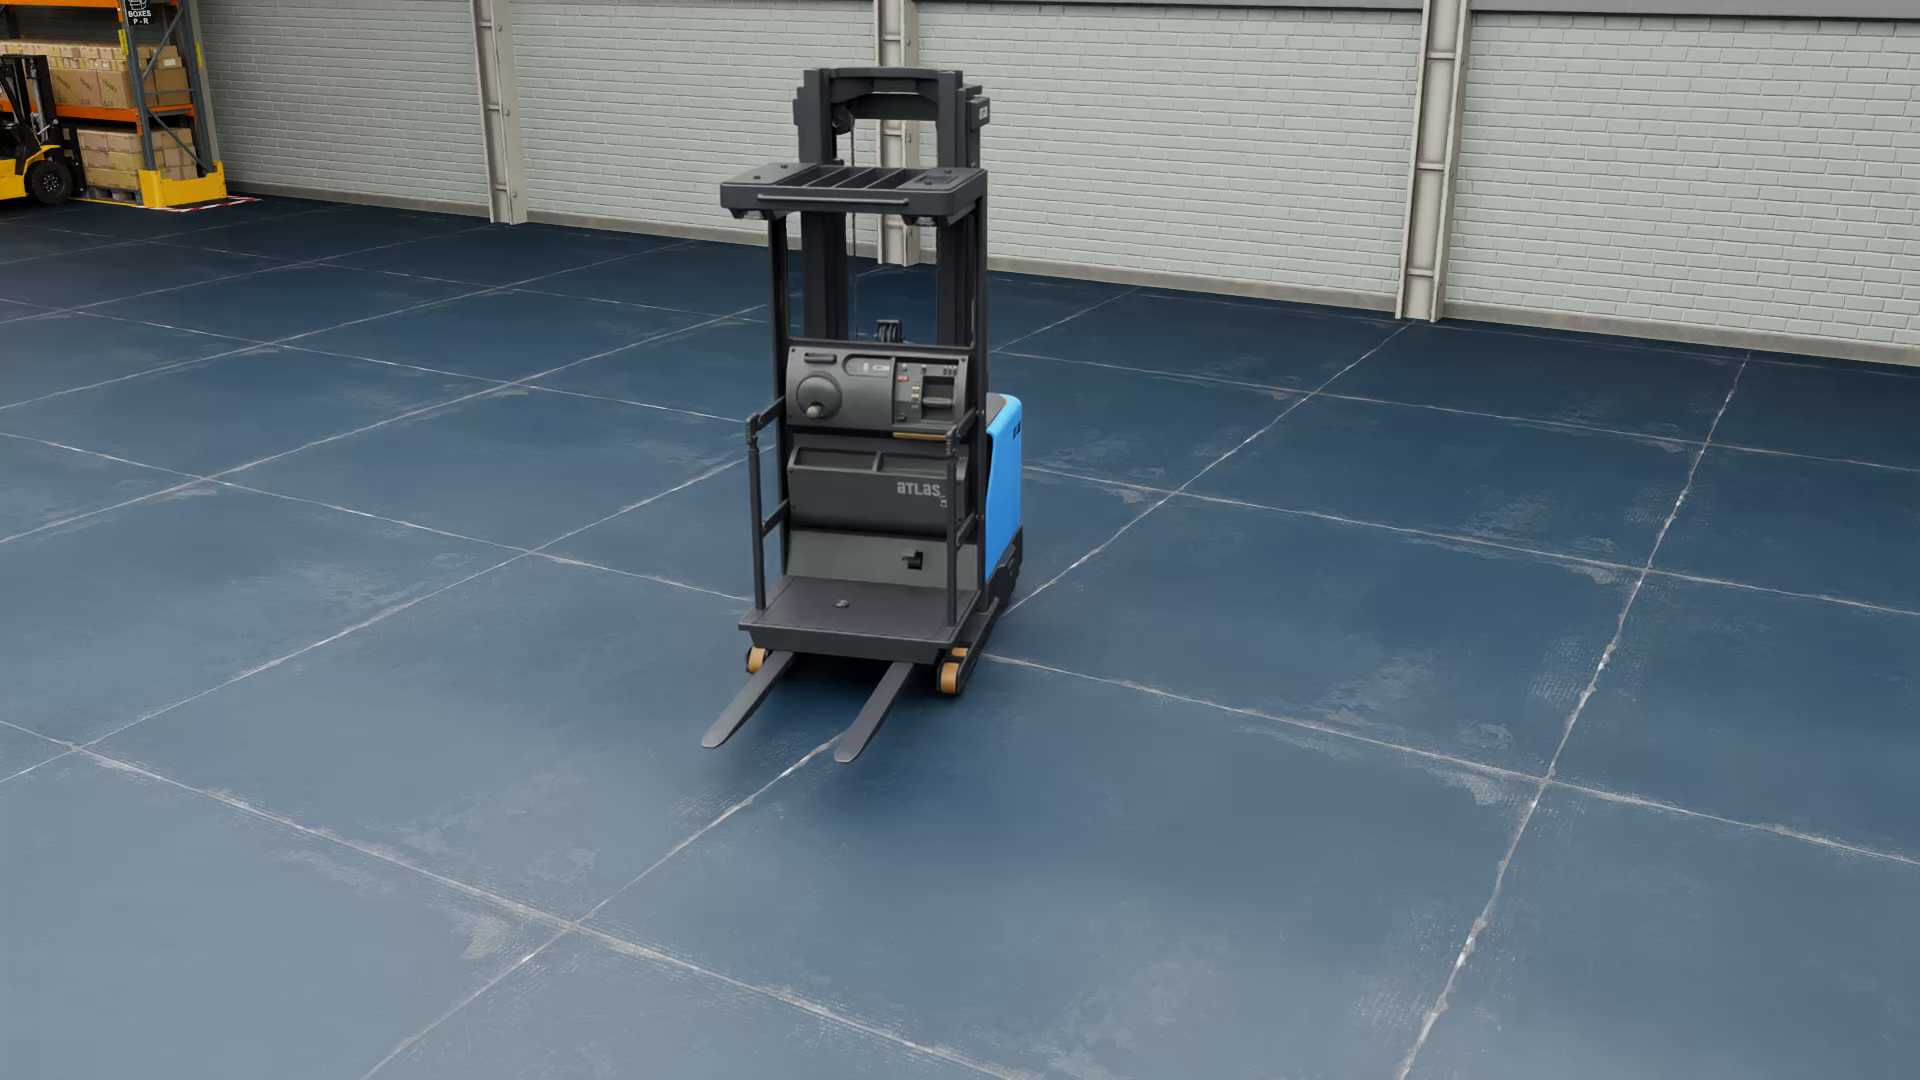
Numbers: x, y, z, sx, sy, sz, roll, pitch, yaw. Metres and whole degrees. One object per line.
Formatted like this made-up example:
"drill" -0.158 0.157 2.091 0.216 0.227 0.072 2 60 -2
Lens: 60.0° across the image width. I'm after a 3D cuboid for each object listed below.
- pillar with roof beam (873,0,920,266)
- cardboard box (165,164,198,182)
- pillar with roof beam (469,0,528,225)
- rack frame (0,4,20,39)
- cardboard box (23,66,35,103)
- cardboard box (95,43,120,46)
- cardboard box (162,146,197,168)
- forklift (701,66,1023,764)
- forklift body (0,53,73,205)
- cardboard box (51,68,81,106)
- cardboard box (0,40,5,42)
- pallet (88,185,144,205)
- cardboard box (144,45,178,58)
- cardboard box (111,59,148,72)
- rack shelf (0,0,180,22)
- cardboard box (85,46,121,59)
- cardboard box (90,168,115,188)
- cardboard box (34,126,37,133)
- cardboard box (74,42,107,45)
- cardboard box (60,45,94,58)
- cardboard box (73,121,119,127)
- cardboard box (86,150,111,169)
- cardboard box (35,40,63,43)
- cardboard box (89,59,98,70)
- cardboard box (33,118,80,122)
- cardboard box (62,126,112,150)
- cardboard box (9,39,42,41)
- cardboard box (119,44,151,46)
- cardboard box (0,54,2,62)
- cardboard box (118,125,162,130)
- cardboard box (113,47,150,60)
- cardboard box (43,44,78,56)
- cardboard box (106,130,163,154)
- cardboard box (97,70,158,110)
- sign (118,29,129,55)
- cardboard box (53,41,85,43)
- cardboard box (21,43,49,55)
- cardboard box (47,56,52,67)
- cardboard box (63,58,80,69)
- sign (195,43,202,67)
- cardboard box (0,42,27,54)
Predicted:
"pillar with roof beam" -2.801 -6.149 14.119 0.400 9.000 9.100 11 23 27
"cardboard box" -11.343 -5.266 23.901 0.500 0.250 0.500 11 23 28
"pillar with roof beam" -8.039 -7.146 16.870 0.400 9.000 9.100 11 23 27
"rack frame" -14.502 -6.887 24.952 0.127 3.000 1.000 11 23 27
"cardboard box" -13.336 -6.617 24.060 0.500 0.500 0.500 11 22 27
"cardboard box" -12.099 -7.008 23.752 0.250 0.149 0.380 12 23 29
"cardboard box" -11.319 -5.501 23.816 0.500 0.250 0.500 11 23 28
"forklift" -0.463 -0.748 8.128 1.130 2.935 3.031 4 20 12
"forklift body" -13.555 -5.595 22.635 1.214 2.155 2.313 11 23 27
"cardboard box" -12.463 -6.446 23.591 0.500 0.500 0.500 10 22 26
"cardboard box" -14.087 -7.226 24.352 0.250 0.149 0.380 11 23 28
"pallet" -11.698 -5.025 23.909 1.213 0.211 1.003 11 23 27
"cardboard box" -11.199 -6.833 23.269 0.250 0.149 0.380 10 22 26
"cardboard box" -11.449 -6.548 22.919 0.250 0.149 0.380 11 23 28
"rack shelf" -12.756 -7.626 23.646 4.000 0.370 1.077 11 23 27
"cardboard box" -11.897 -6.777 23.116 0.250 0.149 0.380 11 23 28
"cardboard box" -12.003 -5.196 23.707 0.500 0.250 0.500 11 23 27
"cardboard box" -13.351 -5.920 24.238 0.500 0.250 0.500 12 23 29
"cardboard box" -12.535 -7.098 24.001 0.250 0.149 0.380 11 23 28
"cardboard box" -12.360 -6.851 23.319 0.250 0.149 0.380 11 23 29
"cardboard box" -12.650 -5.988 24.425 0.500 0.250 0.500 10 22 26
"cardboard box" -12.020 -5.436 23.635 0.500 0.250 0.500 11 22 27
"cardboard box" -13.390 -7.298 24.552 0.250 0.149 0.380 10 22 26
"cardboard box" -11.883 -6.643 23.181 0.250 0.149 0.380 11 23 28
"cardboard box" -13.528 -6.158 24.892 0.500 0.250 0.500 10 22 27
"cardboard box" -12.458 -5.744 23.752 0.500 0.250 0.500 11 23 28
"cardboard box" -13.877 -7.361 24.726 0.250 0.149 0.380 10 22 26
"cardboard box" -11.648 -6.926 23.526 0.250 0.149 0.380 11 23 28
"cardboard box" -13.705 -6.967 24.074 0.250 0.149 0.380 11 23 28
"cardboard box" -11.775 -5.815 23.946 0.500 0.250 0.500 11 23 27
"cardboard box" -11.425 -6.710 22.931 0.250 0.149 0.380 11 23 27
"cardboard box" -12.767 -6.963 23.629 0.250 0.149 0.380 11 23 28
"cardboard box" -11.564 -5.580 23.300 0.500 0.250 0.500 12 23 29
"cardboard box" -11.567 -6.272 23.111 0.500 0.500 0.500 10 22 26
"sign" -11.286 -6.718 22.441 0.005 0.325 0.100 11 23 27
"cardboard box" -12.973 -7.193 24.261 0.250 0.149 0.380 11 22 27
"cardboard box" -13.205 -7.047 23.858 0.250 0.149 0.380 11 23 27
"cardboard box" -12.755 -6.822 23.676 0.250 0.149 0.380 11 22 27
"cardboard box" -12.350 -6.718 23.388 0.250 0.149 0.380 10 22 26
"sign" -10.734 -6.830 23.409 0.005 0.325 0.100 11 23 27
"cardboard box" -13.694 -7.107 24.026 0.250 0.149 0.380 11 23 28
